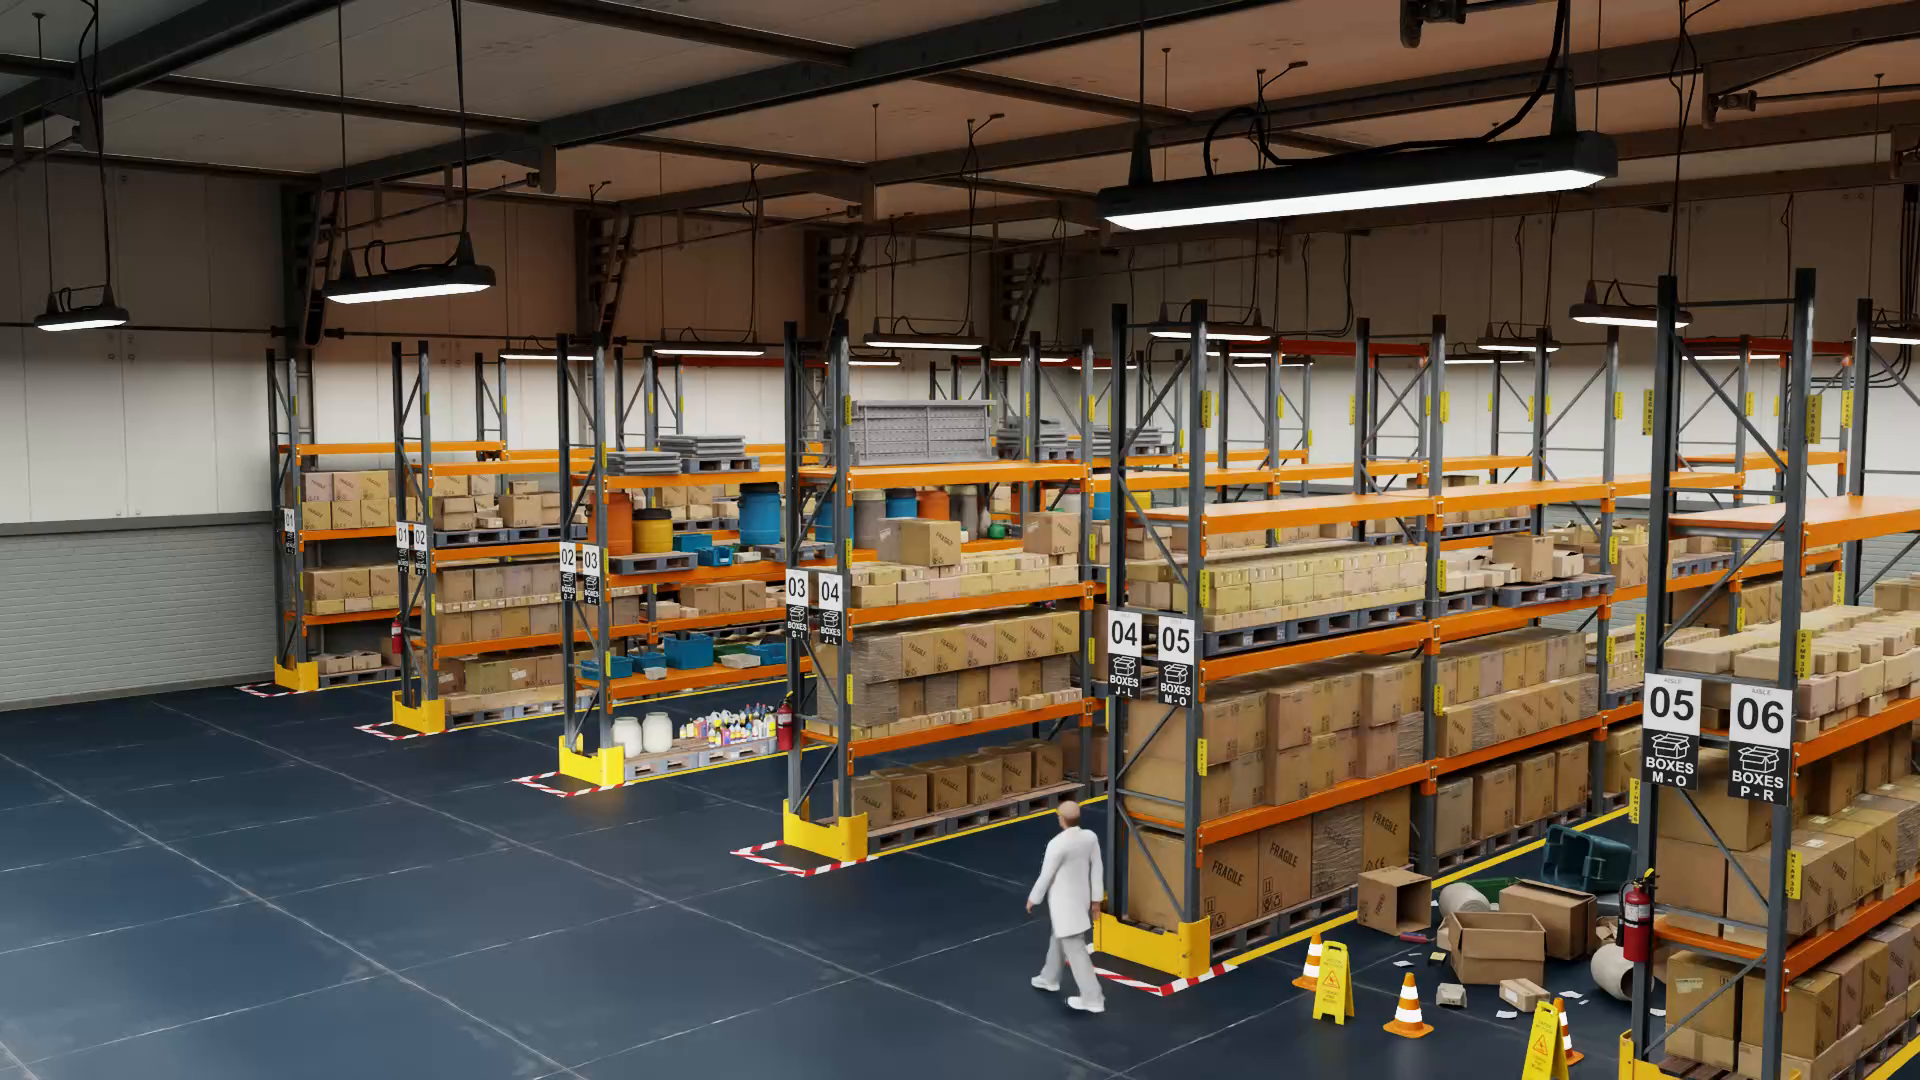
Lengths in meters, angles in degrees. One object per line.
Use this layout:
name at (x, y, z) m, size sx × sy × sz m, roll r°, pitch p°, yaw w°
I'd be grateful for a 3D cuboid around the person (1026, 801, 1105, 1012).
person at (0.851, 3.059, 14.060) m, size 0.921 × 1.756 × 0.579 m, roll 4°, pitch 6°, yaw 37°

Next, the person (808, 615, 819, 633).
person at (-2.959, 1.368, 33.561) m, size 0.454 × 1.797 × 0.583 m, roll 5°, pitch 7°, yaw 45°

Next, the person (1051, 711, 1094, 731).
person at (1.789, 2.130, 25.803) m, size 0.746 × 1.693 × 0.552 m, roll -4°, pitch 6°, yaw -39°

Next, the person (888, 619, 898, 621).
person at (-1.365, 1.620, 30.585) m, size 0.513 × 1.784 × 0.612 m, roll 5°, pitch 7°, yaw 43°
